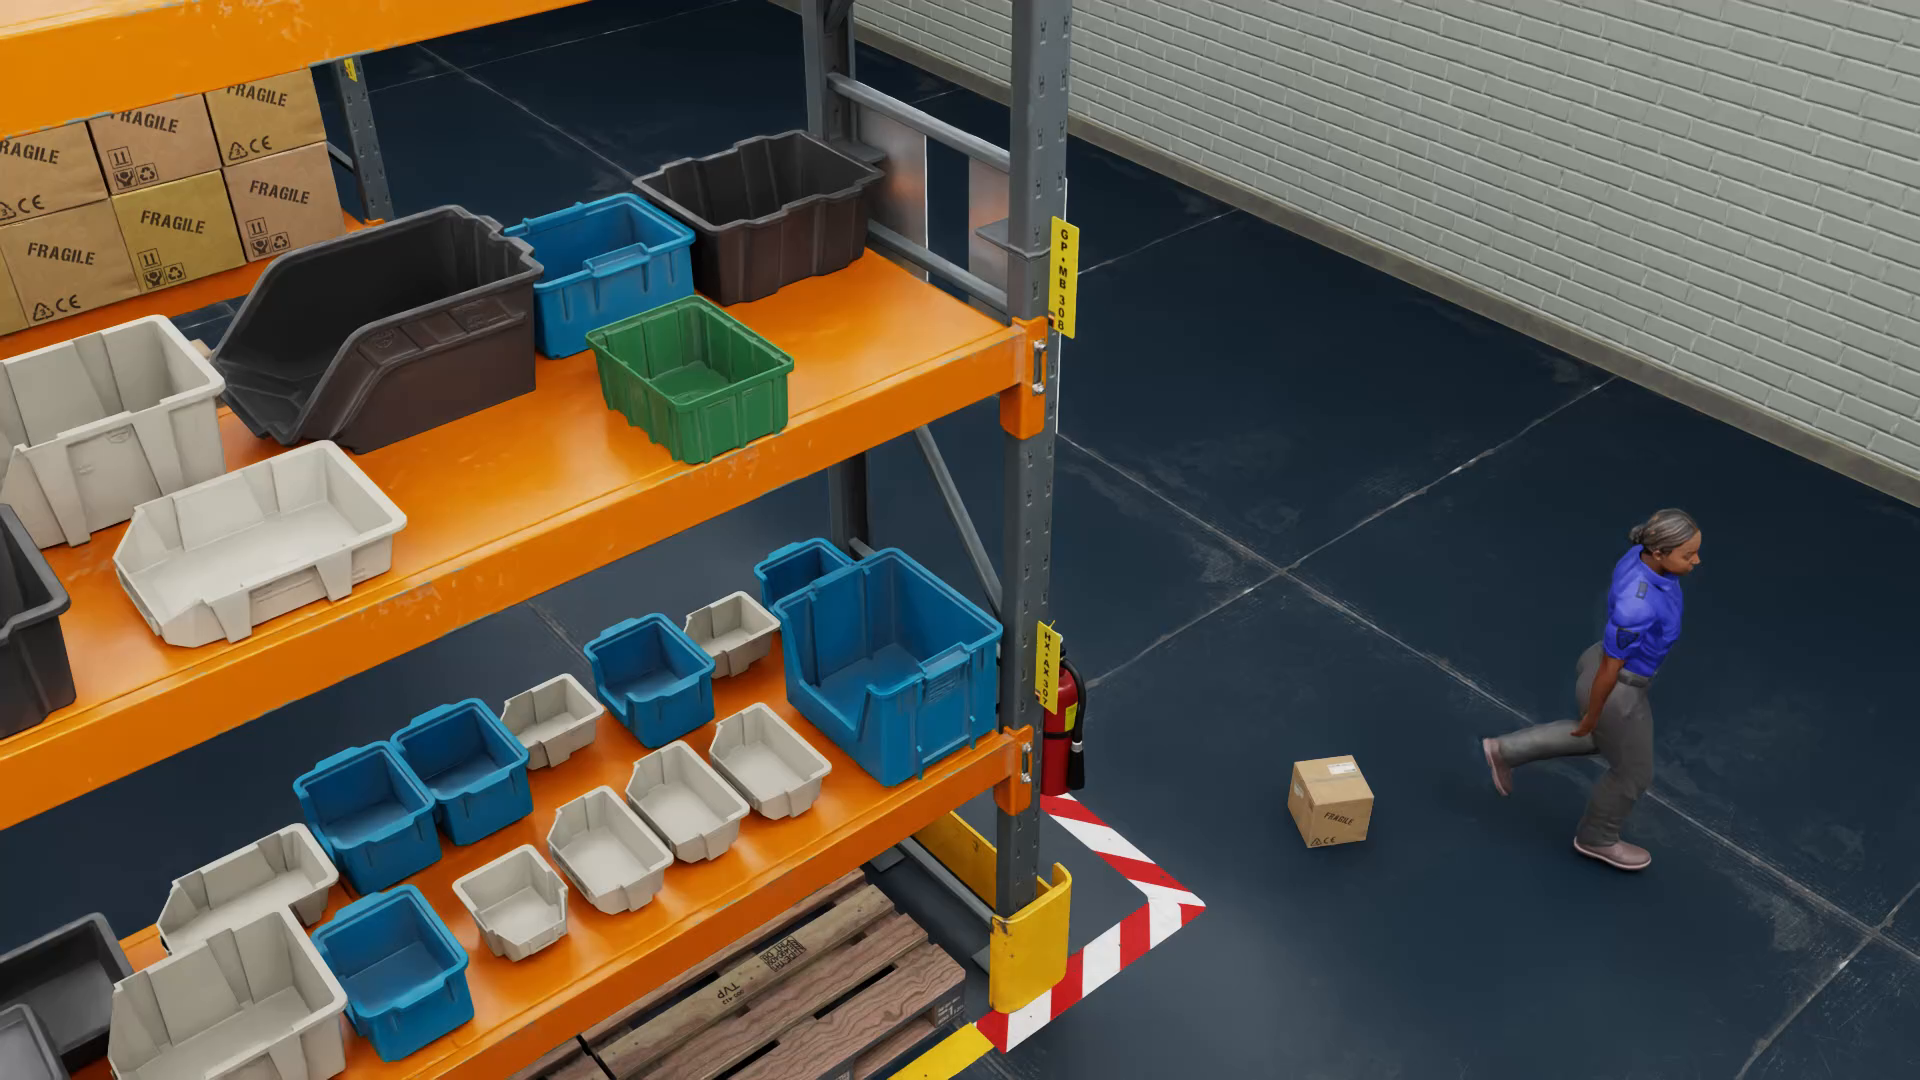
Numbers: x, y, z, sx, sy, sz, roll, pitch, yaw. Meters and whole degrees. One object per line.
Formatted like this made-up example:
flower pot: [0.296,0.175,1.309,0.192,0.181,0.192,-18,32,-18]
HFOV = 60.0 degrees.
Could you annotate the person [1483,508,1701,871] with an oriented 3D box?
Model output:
person: [2.441,0.532,6.318,0.722,1.630,0.449,13,38,17]
